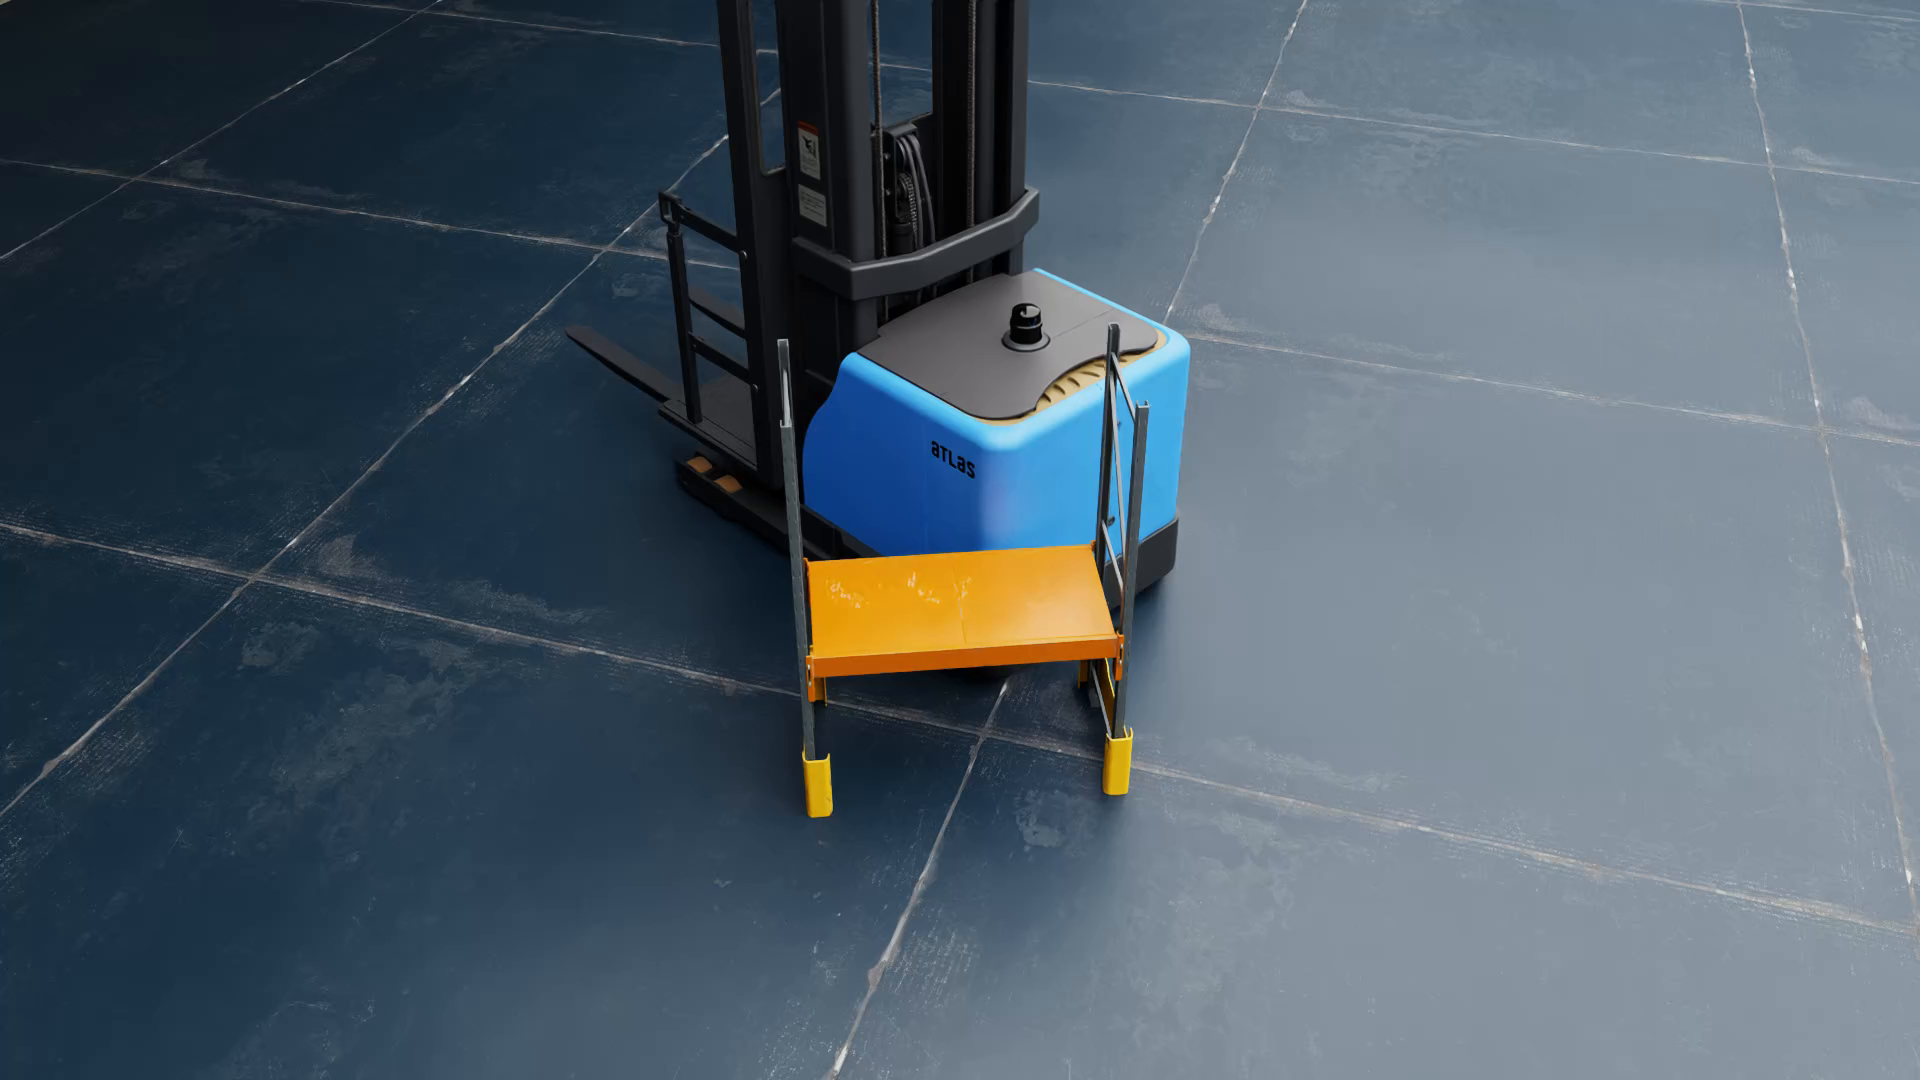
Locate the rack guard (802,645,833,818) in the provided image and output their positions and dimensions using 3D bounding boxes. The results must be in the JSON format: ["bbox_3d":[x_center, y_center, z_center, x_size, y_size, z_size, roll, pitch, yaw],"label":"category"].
[{"bbox_3d":[-0.493,0.643,5.665,0.087,0.250,0.587,-4,36,-5],"label":"rack guard"}]

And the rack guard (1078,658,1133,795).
[{"bbox_3d":[0.497,0.582,5.748,0.087,0.250,0.587,-4,36,-5],"label":"rack guard"}]

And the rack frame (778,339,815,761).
[{"bbox_3d":[-0.513,0.141,5.293,0.032,1.500,0.500,-4,36,-5],"label":"rack frame"}]

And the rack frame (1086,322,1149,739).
[{"bbox_3d":[0.499,0.079,5.377,0.032,1.500,0.500,-4,36,-5],"label":"rack frame"}]

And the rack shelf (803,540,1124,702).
[{"bbox_3d":[-0.007,0.255,5.442,1.000,0.185,0.538,-4,36,-5],"label":"rack shelf"}]

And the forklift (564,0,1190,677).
[{"bbox_3d":[-0.544,-1.468,6.272,1.130,2.935,3.031,-30,46,-34],"label":"forklift"}]

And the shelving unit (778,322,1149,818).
[{"bbox_3d":[0.002,0.110,5.336,1.083,1.500,0.587,-4,36,-5],"label":"shelving unit"}]
